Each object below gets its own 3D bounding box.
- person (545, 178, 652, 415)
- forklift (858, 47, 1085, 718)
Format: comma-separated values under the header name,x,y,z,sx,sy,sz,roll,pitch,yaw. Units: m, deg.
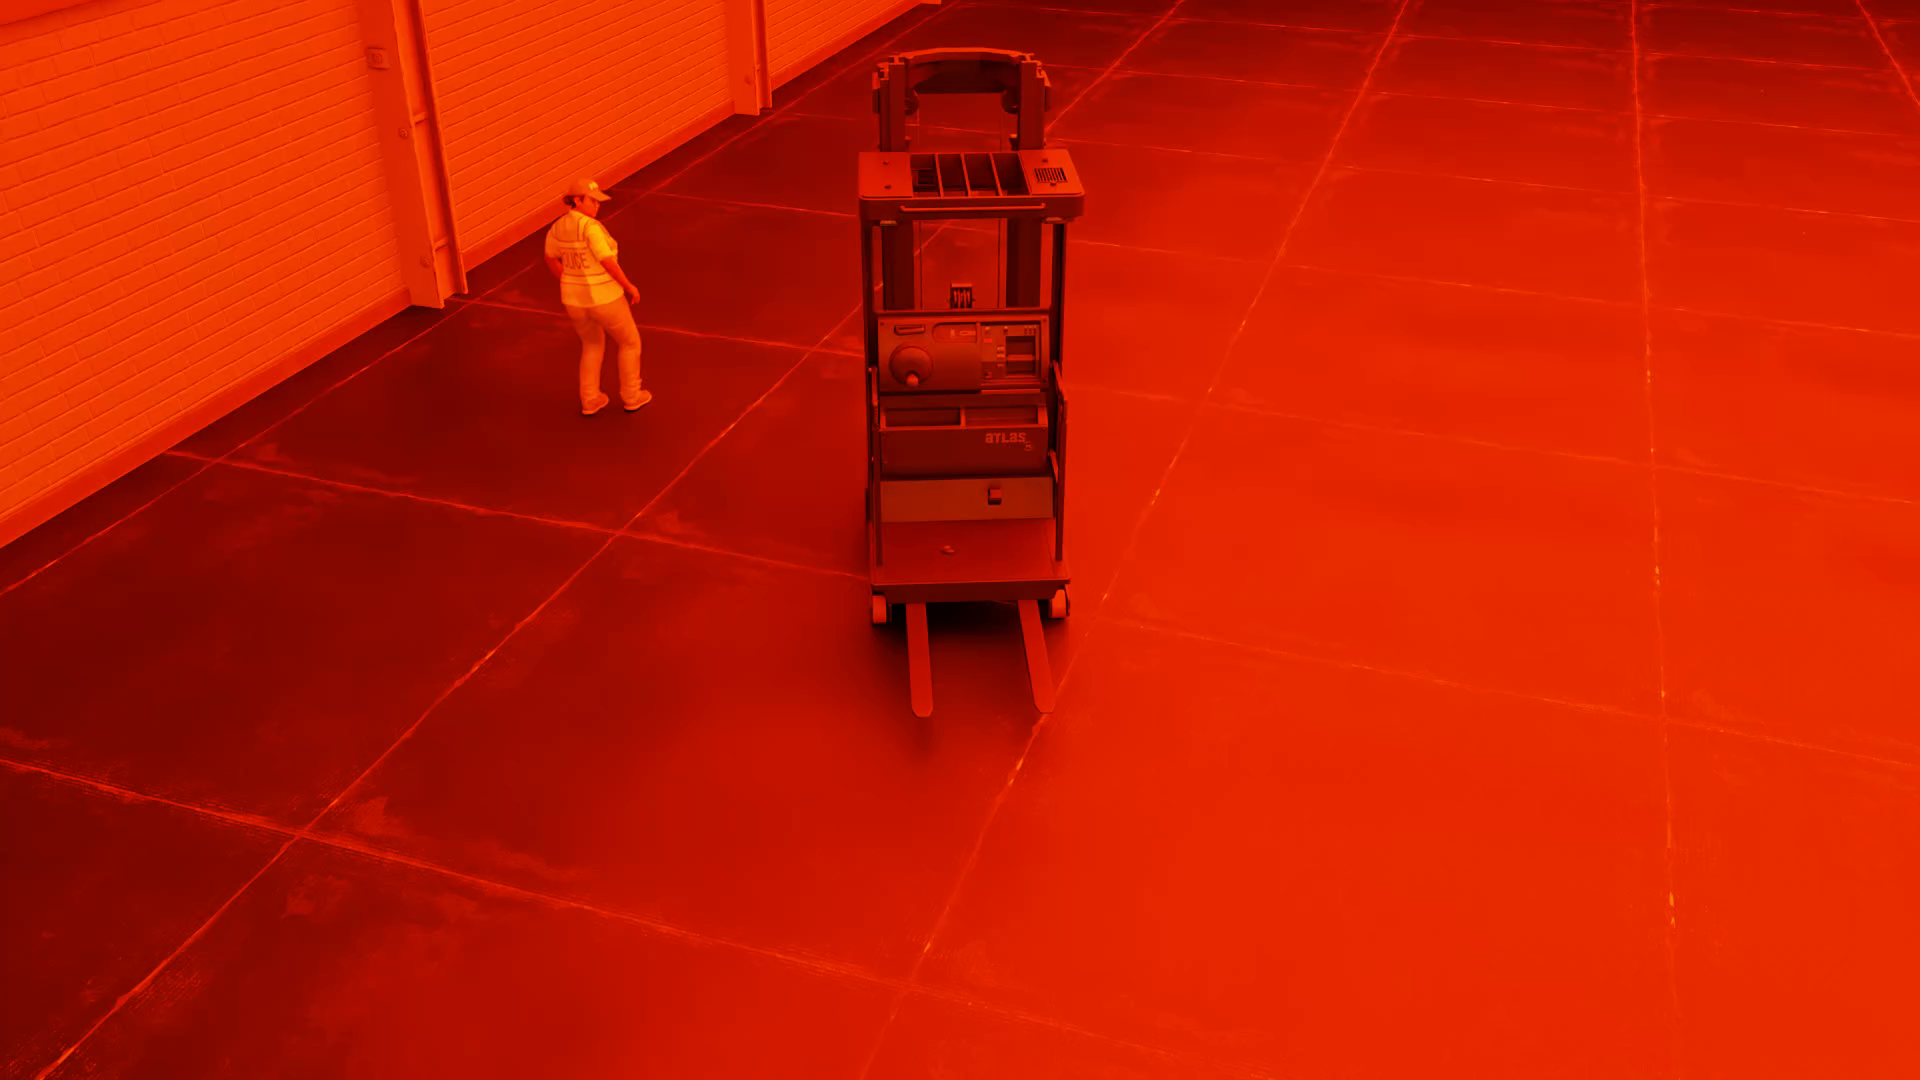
name,x,y,z,sx,sy,sz,roll,pitch,yaw
person,-2.491,-1.662,11.366,0.673,1.641,0.512,14,32,23
forklift,0.035,-0.972,8.842,1.130,2.935,3.031,-2,30,-3
